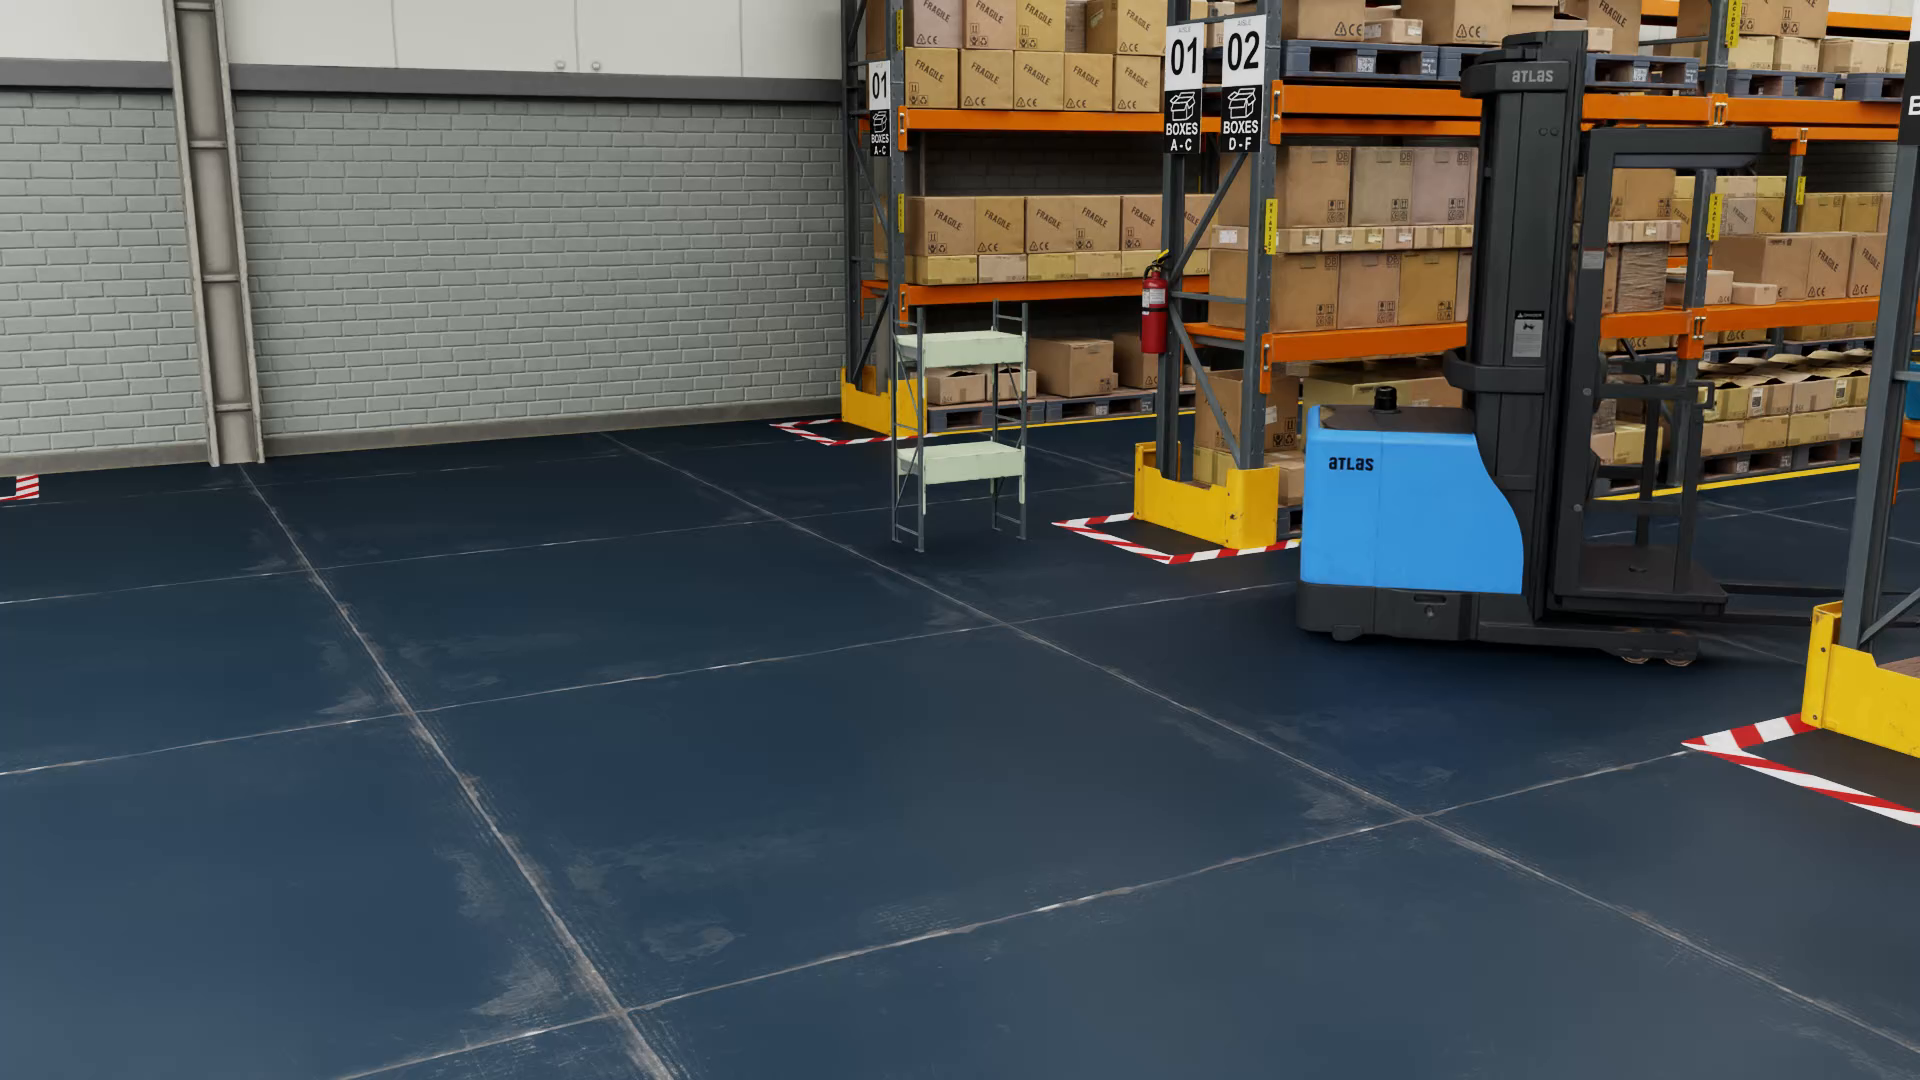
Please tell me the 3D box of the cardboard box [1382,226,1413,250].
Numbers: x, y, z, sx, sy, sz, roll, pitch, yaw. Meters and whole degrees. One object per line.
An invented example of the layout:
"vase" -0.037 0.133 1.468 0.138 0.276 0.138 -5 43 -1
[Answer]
"cardboard box" 2.730 -1.977 10.857 0.250 0.149 0.380 -7 14 -29

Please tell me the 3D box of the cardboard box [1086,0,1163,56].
"cardboard box" 1.504 -4.695 15.256 0.500 0.500 0.500 -7 15 -30

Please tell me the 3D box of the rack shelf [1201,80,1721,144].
"rack shelf" 3.365 -2.855 11.268 4.000 0.370 1.077 -7 14 -28

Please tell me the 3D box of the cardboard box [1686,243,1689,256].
"cardboard box" 8.468 -3.420 19.501 0.250 0.149 0.380 -7 15 -29

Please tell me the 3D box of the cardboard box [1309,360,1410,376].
"cardboard box" 2.808 -0.983 11.742 0.500 0.500 0.500 -7 14 -28

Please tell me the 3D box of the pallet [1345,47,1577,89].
"pallet" 3.315 -3.151 11.146 1.213 0.211 1.003 -7 14 -28

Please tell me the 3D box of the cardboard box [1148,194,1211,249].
"cardboard box" 2.042 -3.046 15.901 0.500 0.500 0.500 -7 14 -28

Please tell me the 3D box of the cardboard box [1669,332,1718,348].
"cardboard box" 8.479 -2.717 19.790 0.750 0.750 0.750 -6 14 -26

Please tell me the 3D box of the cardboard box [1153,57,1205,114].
"cardboard box" 1.969 -4.277 15.677 0.500 0.500 0.500 -8 15 -33

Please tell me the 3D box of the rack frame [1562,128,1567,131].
"rack frame" 6.255 -3.328 18.563 0.127 3.000 1.000 -7 14 -28

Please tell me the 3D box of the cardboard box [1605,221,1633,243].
"cardboard box" 4.538 -2.194 11.822 0.250 0.149 0.380 -7 15 -30

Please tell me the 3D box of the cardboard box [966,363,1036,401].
"cardboard box" 0.384 -1.504 15.583 0.500 0.311 0.500 -6 14 -23

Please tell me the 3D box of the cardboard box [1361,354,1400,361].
"cardboard box" 4.278 -2.092 17.766 0.500 0.500 0.700 -7 14 -27

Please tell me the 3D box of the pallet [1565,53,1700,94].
"pallet" 4.384 -3.278 11.713 1.213 0.211 1.003 -7 14 -28

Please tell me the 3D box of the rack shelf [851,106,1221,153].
"rack shelf" 0.988 -3.809 15.508 4.000 0.370 1.077 -7 14 -28

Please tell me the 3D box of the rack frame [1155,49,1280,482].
"rack frame" 1.610 -1.532 10.583 0.127 3.000 1.000 -7 14 -28

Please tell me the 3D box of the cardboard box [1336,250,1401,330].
"cardboard box" 2.484 -1.683 11.029 0.500 0.500 0.700 -6 14 -26

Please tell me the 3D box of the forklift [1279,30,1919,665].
"forklift" 3.178 -0.958 8.192 3.031 2.935 1.130 3 13 12

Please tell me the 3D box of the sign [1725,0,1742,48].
"sign" 5.388 -3.600 11.584 0.005 0.325 0.100 -7 14 -28

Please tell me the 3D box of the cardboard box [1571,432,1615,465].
"cardboard box" 4.375 -0.674 12.080 0.500 0.250 0.500 -7 14 -28

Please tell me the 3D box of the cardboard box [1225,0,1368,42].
"cardboard box" 2.116 -3.378 10.446 0.637 0.503 0.797 -6 14 -24

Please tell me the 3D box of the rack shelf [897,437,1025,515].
"rack shelf" -0.006 -0.413 10.513 0.720 0.370 0.431 -7 14 -28

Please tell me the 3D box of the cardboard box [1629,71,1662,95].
"cardboard box" 7.584 -5.238 18.990 0.500 0.500 0.700 -6 14 -25

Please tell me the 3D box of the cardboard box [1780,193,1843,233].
"cardboard box" 10.249 -3.949 20.640 0.700 0.700 0.980 -7 14 -27

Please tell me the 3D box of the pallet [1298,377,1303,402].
"pallet" 3.426 -1.629 17.365 1.213 0.211 1.003 -7 14 -28

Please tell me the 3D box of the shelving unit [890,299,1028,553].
"shelving unit" -0.006 -0.731 10.441 0.755 1.500 0.431 -7 14 -28

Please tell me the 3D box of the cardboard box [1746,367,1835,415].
"cardboard box" 6.498 -1.191 13.100 0.500 0.311 0.500 -7 15 -30

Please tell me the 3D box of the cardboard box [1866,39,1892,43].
"cardboard box" 10.974 -5.834 20.319 0.500 0.500 0.500 -7 15 -29

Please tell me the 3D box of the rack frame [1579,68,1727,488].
"rack frame" 5.120 -1.952 12.453 0.127 3.000 1.000 -7 14 -28

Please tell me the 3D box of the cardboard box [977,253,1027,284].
"cardboard box" 0.262 -2.470 15.049 0.500 0.250 0.500 -7 15 -30

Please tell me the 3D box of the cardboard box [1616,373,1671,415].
"cardboard box" 5.339 -1.187 13.082 0.500 0.311 0.500 -7 14 -28

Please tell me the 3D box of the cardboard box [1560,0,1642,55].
"cardboard box" 4.552 -3.736 12.042 0.500 0.500 0.500 -6 14 -23

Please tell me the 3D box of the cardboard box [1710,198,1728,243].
"cardboard box" 8.593 -3.748 19.481 0.500 0.500 0.500 -7 14 -28

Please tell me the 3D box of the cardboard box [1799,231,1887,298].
"cardboard box" 7.166 -2.242 13.514 0.500 0.500 0.500 -8 15 -31

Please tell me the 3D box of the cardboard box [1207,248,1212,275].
"cardboard box" 2.473 -2.735 16.227 0.500 0.250 0.500 -7 14 -28

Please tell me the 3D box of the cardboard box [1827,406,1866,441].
"cardboard box" 6.943 -0.972 13.404 0.500 0.250 0.500 -7 14 -27

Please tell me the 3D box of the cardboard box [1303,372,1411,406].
"cardboard box" 2.625 -0.827 11.052 0.500 0.500 0.500 -7 14 -28

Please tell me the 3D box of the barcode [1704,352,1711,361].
"barcode" 5.544 -1.363 12.337 0.075 0.075 0.001 -7 14 -28

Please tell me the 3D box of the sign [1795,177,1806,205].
"sign" 10.034 -4.171 19.854 0.005 0.325 0.100 -7 14 -28

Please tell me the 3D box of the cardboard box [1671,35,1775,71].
"cardboard box" 5.666 -3.611 12.374 0.500 0.250 0.500 -5 14 -22

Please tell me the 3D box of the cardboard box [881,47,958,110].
"cardboard box" -0.354 -3.995 14.423 0.500 0.500 0.500 -6 14 -26

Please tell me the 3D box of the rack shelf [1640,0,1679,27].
"rack shelf" 8.010 -5.919 18.962 4.000 0.370 1.077 -7 14 -28

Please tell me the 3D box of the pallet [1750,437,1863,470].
"pallet" 6.821 -0.806 13.711 1.213 0.211 1.003 -7 14 -28

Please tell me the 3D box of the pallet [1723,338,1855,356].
"pallet" 10.470 -2.453 21.027 1.213 0.211 1.003 -7 14 -28

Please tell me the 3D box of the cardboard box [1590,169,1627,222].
"cardboard box" 4.291 -2.533 11.849 0.500 0.500 0.700 -7 14 -28

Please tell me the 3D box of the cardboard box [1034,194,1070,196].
"cardboard box" 0.885 -3.038 15.865 0.500 0.500 0.500 -7 14 -27

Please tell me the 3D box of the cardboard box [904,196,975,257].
"cardboard box" -0.204 -2.781 14.721 0.500 0.500 0.500 -7 14 -28

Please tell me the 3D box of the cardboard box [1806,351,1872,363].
"cardboard box" 7.574 -1.455 14.271 0.500 0.311 0.500 -7 15 -29
